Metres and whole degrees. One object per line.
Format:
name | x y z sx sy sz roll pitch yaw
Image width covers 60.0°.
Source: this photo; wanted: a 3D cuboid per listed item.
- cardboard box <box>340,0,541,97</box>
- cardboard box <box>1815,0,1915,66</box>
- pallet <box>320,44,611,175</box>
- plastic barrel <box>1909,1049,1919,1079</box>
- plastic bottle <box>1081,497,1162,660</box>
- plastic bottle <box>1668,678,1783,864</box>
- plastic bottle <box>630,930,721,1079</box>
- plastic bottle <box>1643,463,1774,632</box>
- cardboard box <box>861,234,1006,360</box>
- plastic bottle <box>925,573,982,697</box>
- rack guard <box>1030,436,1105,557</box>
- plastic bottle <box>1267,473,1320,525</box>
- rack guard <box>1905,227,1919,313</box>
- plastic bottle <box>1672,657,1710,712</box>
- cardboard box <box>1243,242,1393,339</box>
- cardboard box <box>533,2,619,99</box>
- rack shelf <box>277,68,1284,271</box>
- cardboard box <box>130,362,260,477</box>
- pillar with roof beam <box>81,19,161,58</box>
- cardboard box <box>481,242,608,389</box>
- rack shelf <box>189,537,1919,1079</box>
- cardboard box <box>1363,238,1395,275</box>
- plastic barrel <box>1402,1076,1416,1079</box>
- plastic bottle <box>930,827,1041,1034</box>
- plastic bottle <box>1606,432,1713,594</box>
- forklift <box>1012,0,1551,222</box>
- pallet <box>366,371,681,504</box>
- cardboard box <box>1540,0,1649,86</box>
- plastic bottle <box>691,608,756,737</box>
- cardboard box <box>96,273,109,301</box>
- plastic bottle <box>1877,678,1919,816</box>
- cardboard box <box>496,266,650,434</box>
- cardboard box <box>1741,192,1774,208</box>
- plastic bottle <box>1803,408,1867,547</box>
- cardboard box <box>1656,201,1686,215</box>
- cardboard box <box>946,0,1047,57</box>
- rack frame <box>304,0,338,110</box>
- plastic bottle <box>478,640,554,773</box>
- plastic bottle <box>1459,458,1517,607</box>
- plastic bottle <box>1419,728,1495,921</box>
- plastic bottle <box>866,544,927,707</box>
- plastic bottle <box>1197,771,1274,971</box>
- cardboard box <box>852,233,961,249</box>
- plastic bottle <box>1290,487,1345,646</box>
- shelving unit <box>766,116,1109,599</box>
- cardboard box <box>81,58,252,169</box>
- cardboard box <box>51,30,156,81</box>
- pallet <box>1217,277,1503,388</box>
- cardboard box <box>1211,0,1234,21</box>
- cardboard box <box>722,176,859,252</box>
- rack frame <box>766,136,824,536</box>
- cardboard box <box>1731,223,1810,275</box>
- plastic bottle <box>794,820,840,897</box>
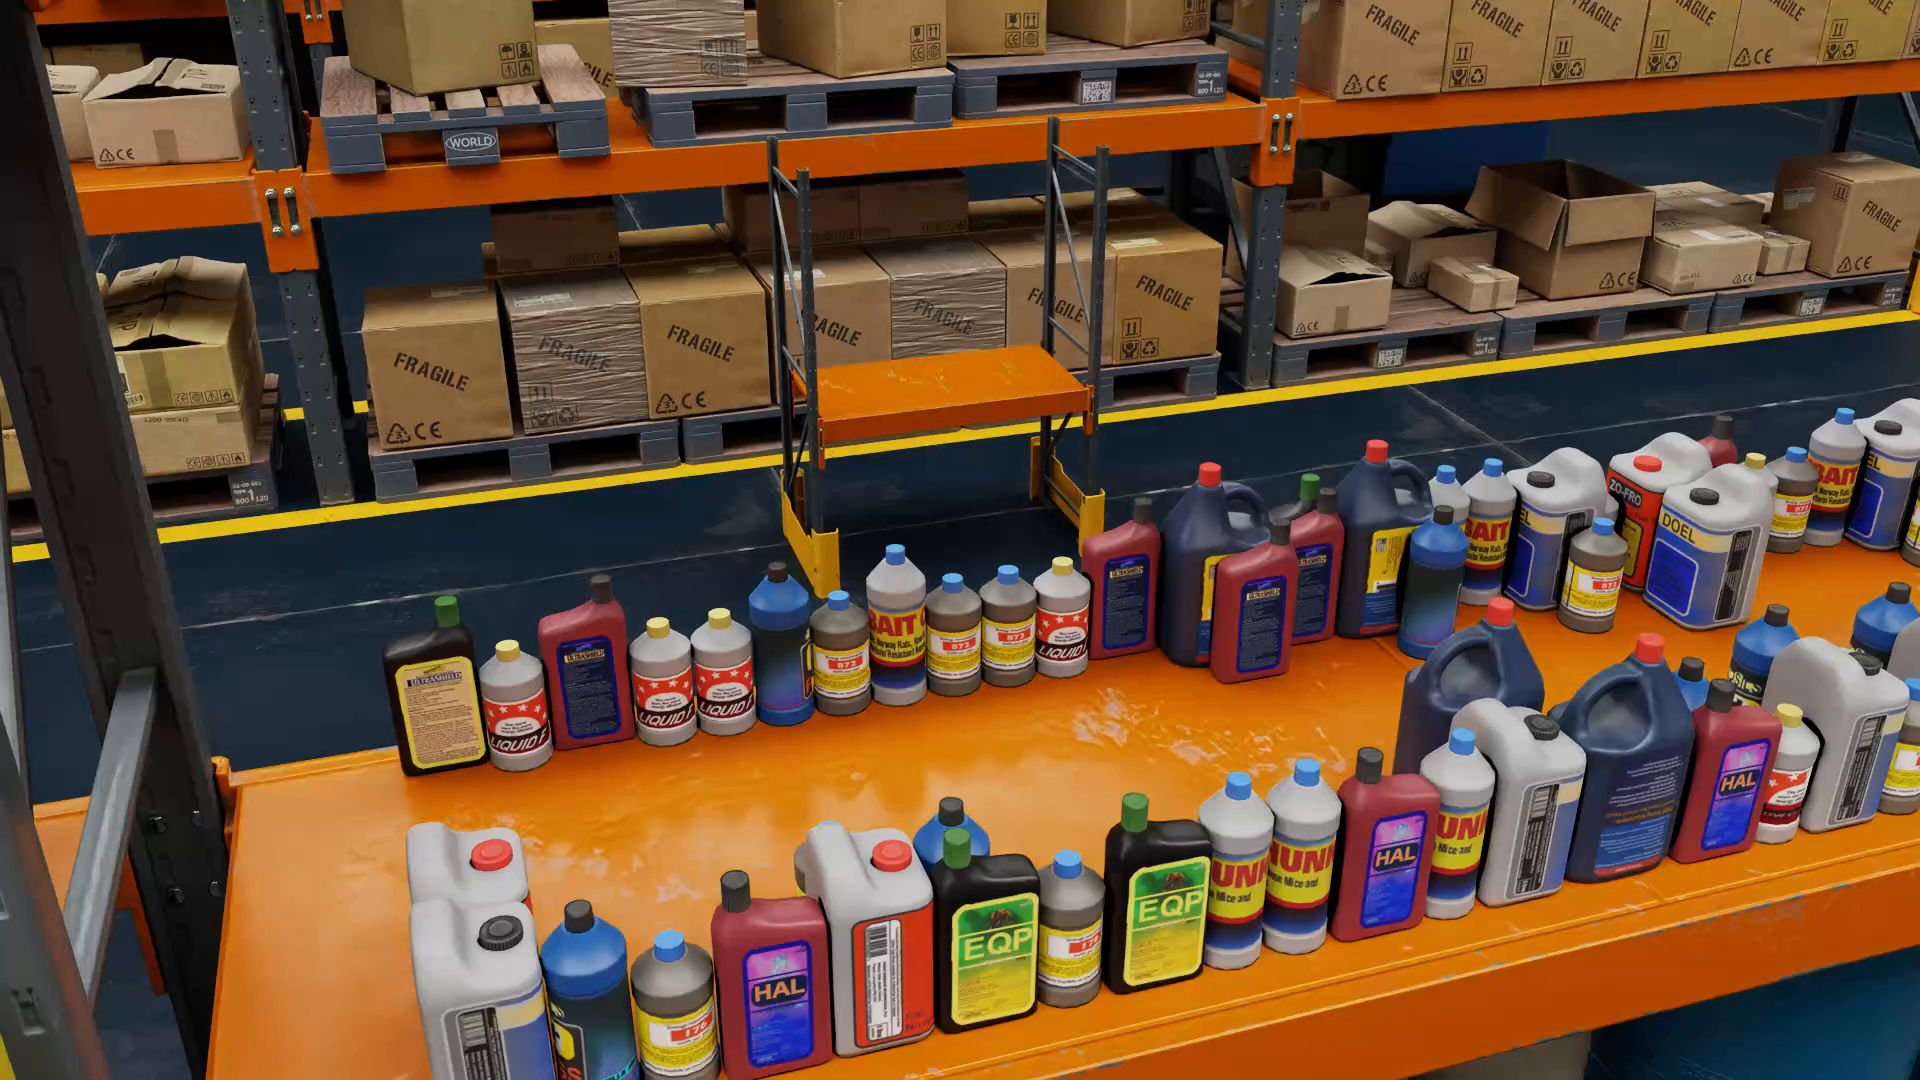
cardboard box | -2.029 -2.055 6.432 0.500 0.500 0.700 -19 32 -33
cardboard box | 4.180 -2.585 7.971 0.500 0.500 0.500 -8 28 -16
pallet | -1.970 -1.725 6.567 1.003 0.211 1.213 -8 28 -16
plastic barrel | 2.219 0.676 3.403 0.708 0.901 0.600 -8 28 -16
plastic bottle | 0.277 0.066 2.876 0.133 0.283 0.061 -8 28 -16
plastic bottle | 1.085 0.321 2.362 0.133 0.283 0.061 -8 28 -16
plastic bottle | -0.339 0.555 1.982 0.097 0.201 0.097 0 26 0
plastic bottle | 1.350 0.006 3.004 0.135 0.276 0.152 -8 28 -16
cardboard box | -0.119 -0.994 7.195 0.500 0.500 0.500 -8 27 -15
plastic bottle | -0.012 0.153 2.792 0.097 0.201 0.097 0 26 0
rack guard | 0.401 -0.170 6.311 0.087 0.250 0.587 -8 28 -16
plastic bottle | 0.580 0.022 2.964 0.133 0.283 0.061 -8 28 -16
rack guard | 4.942 -1.659 9.030 0.348 0.500 1.175 -8 28 -16
plastic bottle | 1.044 0.295 2.427 0.097 0.271 0.097 0 26 0
cardboard box | 1.677 -1.198 7.818 0.500 0.311 0.500 -8 28 -16
cardboard box | -2.555 -3.171 11.209 0.750 0.750 0.750 -8 28 -16
rack shelf | -0.691 -1.641 6.991 4.000 0.370 1.077 -8 28 -16
cardboard box | -3.017 -0.469 6.441 0.500 0.250 0.500 -8 27 -15
pillar with roof beam | -4.301 -4.835 5.870 0.400 9.000 9.100 -8 28 -16
cardboard box | -1.776 -0.993 7.194 0.500 0.500 0.500 -7 27 -14
rack shelf | 0.840 0.454 2.772 4.000 0.370 1.077 -8 28 -16
cardboard box | 2.003 -1.434 8.477 0.250 0.149 0.380 -8 28 -16
plastic barrel | 0.472 1.069 2.963 0.708 0.588 0.600 -8 28 -16
plastic bottle | 0.031 0.473 2.054 0.133 0.283 0.061 -8 28 -16
plastic bottle | 1.303 -0.058 3.133 0.135 0.276 0.152 -8 28 -16
forklift | 1.859 -3.183 9.366 3.031 2.935 1.130 -6 27 -11
pallet | -1.871 -0.526 7.072 1.213 0.211 1.003 -8 28 -16
cardboard box | 2.742 -2.378 7.555 0.500 0.500 0.500 -8 28 -16
plastic bottle | -0.382 0.206 2.684 0.097 0.201 0.097 0 26 0
cardboard box | -3.678 -0.872 6.622 0.500 0.311 0.500 -9 28 -17
plastic bottle | 1.410 0.302 2.492 0.097 0.201 0.097 0 26 0
cardboard box | -1.575 -0.782 6.768 0.500 0.500 0.500 -9 28 -18
cardboard box | 4.510 -1.797 9.208 0.250 0.149 0.380 -8 28 -16
plastic bottle | 1.716 -0.129 3.281 0.097 0.271 0.097 0 26 0
cardboard box | 3.459 -1.662 8.823 0.500 0.250 0.500 -8 28 -16
cardboard box | 0.057 -2.379 7.085 0.500 0.500 0.700 -4 27 -8
rack frame | -4.130 -3.782 10.495 0.127 3.000 1.000 -8 28 -16
plastic bottle | -0.694 0.252 2.593 0.097 0.201 0.097 0 26 0
plastic bottle | 0.963 -0.020 3.061 0.097 0.271 0.097 0 26 0
plastic bottle | 0.666 0.378 2.260 0.097 0.271 0.097 0 26 0
plastic bottle | -0.105 0.135 2.750 0.097 0.271 0.097 0 26 0
plastic bottle | 0.354 0.423 2.169 0.097 0.271 0.097 0 26 0
cardboard box | -0.306 -1.209 7.628 0.500 0.500 0.500 -8 27 -15
plastic bottle | 0.599 0.048 2.912 0.133 0.283 0.061 -8 28 -16
shelving unit | -0.072 -0.661 5.895 1.083 1.500 0.587 -8 28 -16
cardboard box | -2.952 -1.616 6.233 0.500 0.311 0.500 -7 27 -13
cardboard box | -5.360 -3.022 10.437 0.500 0.250 0.500 -8 27 -15
pallet | 1.864 -1.084 8.196 1.213 0.211 1.003 -8 28 -16
cardboard box | 1.938 -4.066 12.676 0.250 0.149 0.380 -8 27 -15
cardboard box | -0.752 -1.481 7.334 0.500 0.250 0.500 -9 28 -17
rack frame | -0.564 -0.590 5.752 0.032 1.500 0.500 -8 28 -16
cardboard box | 4.161 -1.521 8.632 0.250 0.166 0.380 -8 28 -16
plastic bottle | -0.167 0.459 2.175 0.097 0.201 0.097 0 26 0
